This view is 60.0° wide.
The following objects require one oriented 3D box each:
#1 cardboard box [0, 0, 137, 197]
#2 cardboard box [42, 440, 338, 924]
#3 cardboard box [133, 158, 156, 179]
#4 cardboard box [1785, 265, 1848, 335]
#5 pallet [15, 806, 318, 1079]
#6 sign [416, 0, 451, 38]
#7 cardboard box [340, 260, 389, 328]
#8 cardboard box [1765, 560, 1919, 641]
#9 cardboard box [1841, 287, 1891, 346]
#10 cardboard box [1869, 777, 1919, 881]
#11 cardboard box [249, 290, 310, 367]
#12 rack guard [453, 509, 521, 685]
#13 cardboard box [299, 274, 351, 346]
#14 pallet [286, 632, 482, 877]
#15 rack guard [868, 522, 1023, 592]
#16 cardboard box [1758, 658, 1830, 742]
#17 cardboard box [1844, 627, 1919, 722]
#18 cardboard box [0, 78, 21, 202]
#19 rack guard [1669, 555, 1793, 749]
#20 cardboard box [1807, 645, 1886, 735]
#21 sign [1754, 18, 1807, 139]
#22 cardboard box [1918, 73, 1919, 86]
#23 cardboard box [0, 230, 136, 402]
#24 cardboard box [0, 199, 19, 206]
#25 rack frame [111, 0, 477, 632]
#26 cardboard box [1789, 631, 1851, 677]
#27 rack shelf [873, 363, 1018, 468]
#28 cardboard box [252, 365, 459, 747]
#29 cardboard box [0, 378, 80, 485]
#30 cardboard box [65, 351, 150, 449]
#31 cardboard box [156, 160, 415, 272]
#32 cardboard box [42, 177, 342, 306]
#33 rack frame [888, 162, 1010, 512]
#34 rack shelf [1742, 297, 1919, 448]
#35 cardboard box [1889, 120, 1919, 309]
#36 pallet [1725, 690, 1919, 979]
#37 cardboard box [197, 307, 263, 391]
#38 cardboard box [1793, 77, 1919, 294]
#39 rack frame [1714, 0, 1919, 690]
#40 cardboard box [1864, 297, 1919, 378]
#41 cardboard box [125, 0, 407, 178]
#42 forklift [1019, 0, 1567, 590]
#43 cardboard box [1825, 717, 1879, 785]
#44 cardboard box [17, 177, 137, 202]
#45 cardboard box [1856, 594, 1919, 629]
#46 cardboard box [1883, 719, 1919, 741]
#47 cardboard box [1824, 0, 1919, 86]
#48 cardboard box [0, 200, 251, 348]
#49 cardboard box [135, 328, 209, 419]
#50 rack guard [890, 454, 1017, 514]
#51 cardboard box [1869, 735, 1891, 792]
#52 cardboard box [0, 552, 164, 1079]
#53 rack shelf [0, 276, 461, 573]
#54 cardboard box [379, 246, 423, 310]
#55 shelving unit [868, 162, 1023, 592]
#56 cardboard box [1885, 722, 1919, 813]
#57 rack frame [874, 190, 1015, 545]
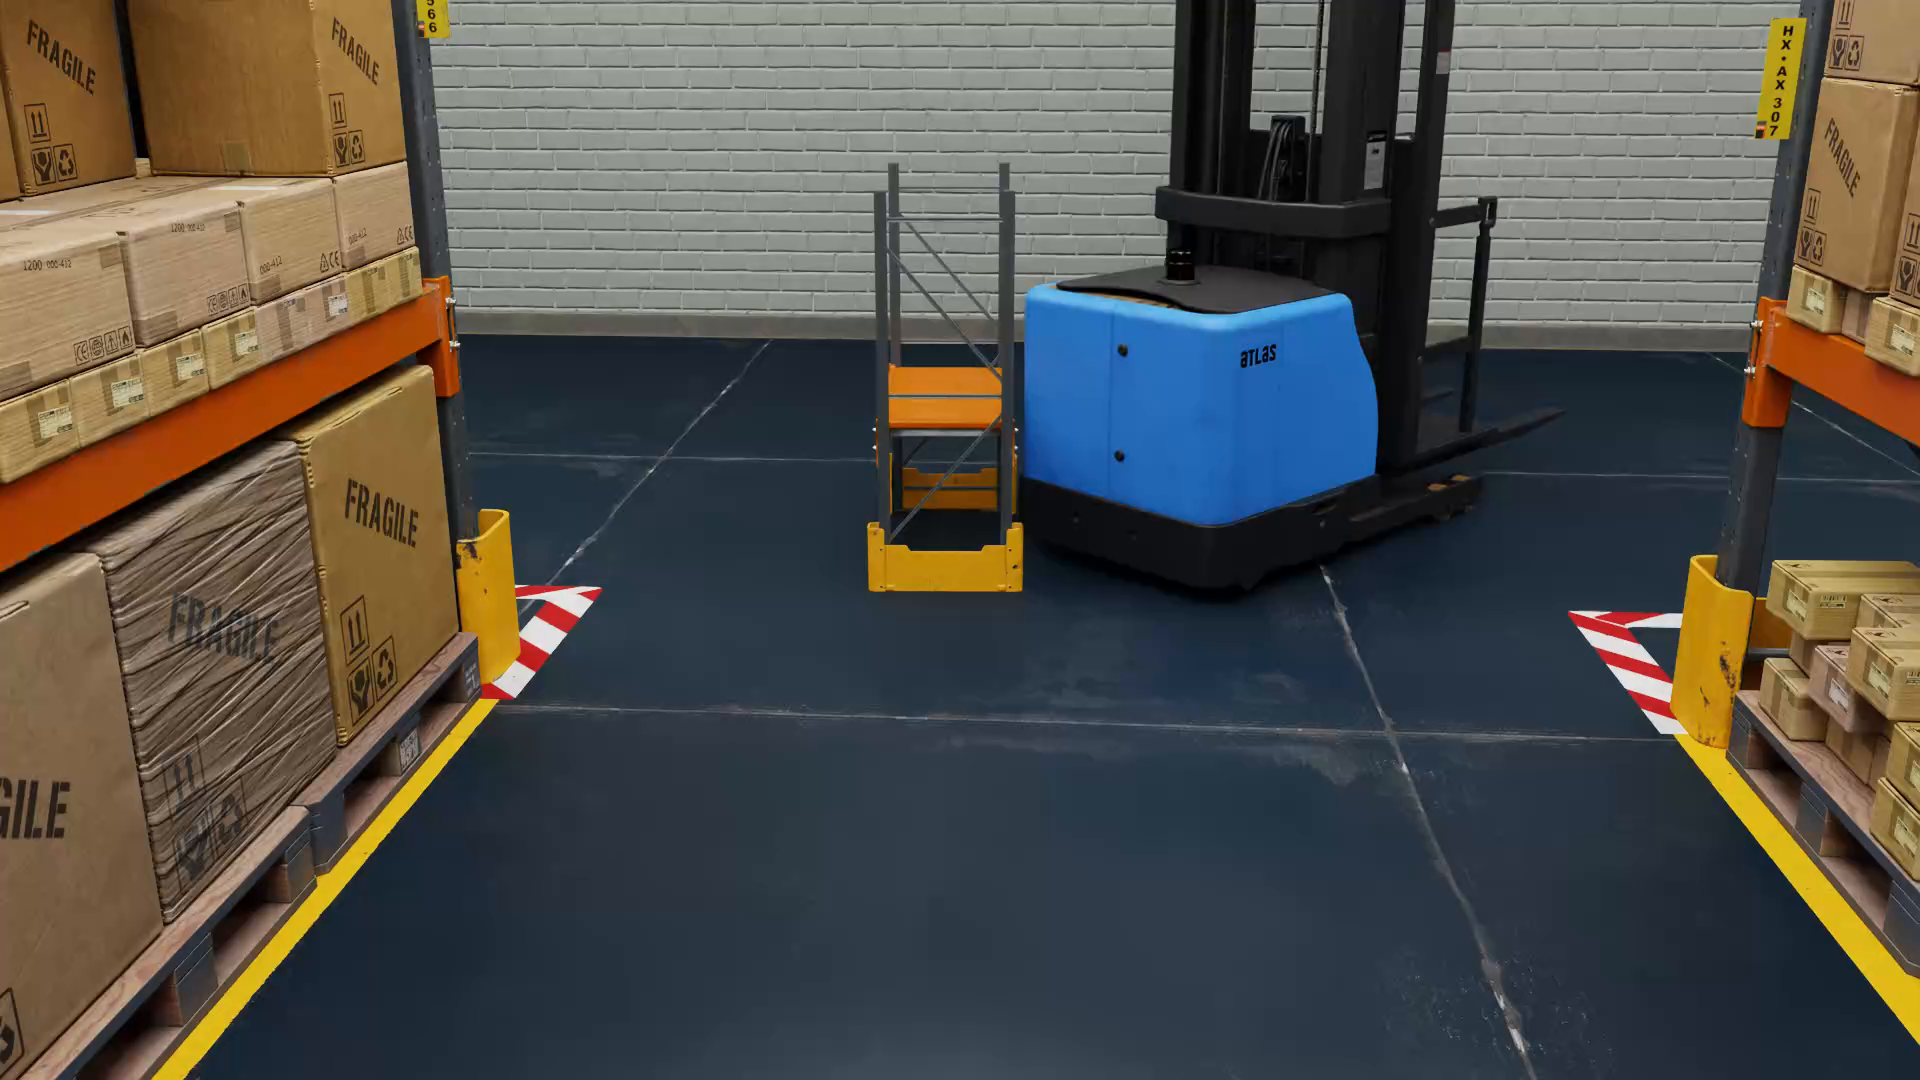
[{"bbox_3d":[-2.446,-1.132,4.121,0.500,0.500,0.500,1,18,3],"label":"cardboard box"},{"bbox_3d":[-2.138,0.289,3.962,0.875,0.875,0.875,1,18,4],"label":"cardboard box"},{"bbox_3d":[-2.410,-0.931,4.711,0.500,0.250,0.500,1,18,2],"label":"cardboard box"},{"bbox_3d":[2.483,-0.650,4.492,0.380,0.149,0.250,1,18,3],"label":"cardboard box"},{"bbox_3d":[-2.176,0.949,3.689,1.003,0.211,1.213,1,18,4],"label":"pallet"},{"bbox_3d":[-1.566,-1.651,4.904,0.100,0.325,0.005,1,18,4],"label":"sign"},{"bbox_3d":[-1.821,-0.686,4.604,0.380,0.149,0.250,1,18,4],"label":"cardboard box"},{"bbox_3d":[2.457,0.165,4.550,0.380,0.149,0.250,0,18,1],"label":"cardboard box"},{"bbox_3d":[2.506,-0.570,4.248,0.380,0.149,0.250,2,18,6],"label":"cardboard box"},{"bbox_3d":[2.401,0.686,3.917,0.380,0.149,0.250,2,18,5],"label":"cardboard box"},{"bbox_3d":[-1.859,-0.530,4.128,0.380,0.149,0.250,2,18,5],"label":"cardboard box"},{"bbox_3d":[-2.105,0.176,5.583,1.175,0.500,0.348,1,18,4],"label":"rack guard"},{"bbox_3d":[-1.840,-0.608,4.364,0.380,0.149,0.250,1,18,4],"label":"cardboard box"},{"bbox_3d":[-2.086,0.571,4.842,1.003,0.211,1.213,1,18,4],"label":"pallet"},{"bbox_3d":[-0.055,0.065,6.324,0.587,0.250,0.087,0,18,0],"label":"rack guard"},{"bbox_3d":[2.476,0.449,4.641,0.380,0.149,0.250,2,18,5],"label":"cardboard box"},{"bbox_3d":[2.411,0.329,4.050,0.380,0.149,0.250,1,18,4],"label":"cardboard box"},{"bbox_3d":[-2.477,-0.971,3.629,0.500,0.500,0.500,1,18,2],"label":"cardboard box"},{"bbox_3d":[2.828,0.349,5.054,1.175,0.500,0.348,1,18,4],"label":"rack guard"},{"bbox_3d":[2.464,0.392,4.335,0.380,0.149,0.250,1,18,4],"label":"cardboard box"},{"bbox_3d":[2.292,-1.286,4.639,0.100,0.325,0.005,1,18,4],"label":"sign"},{"bbox_3d":[2.507,-1.236,3.633,0.500,0.500,0.500,2,18,6],"label":"cardboard box"},{"bbox_3d":[-1.983,-0.441,3.213,0.500,0.250,0.500,1,18,4],"label":"cardboard box"},{"bbox_3d":[-2.481,-0.614,3.742,0.500,0.250,0.500,1,18,2],"label":"cardboard box"},{"bbox_3d":[-2.107,-1.004,5.171,1.000,3.000,0.127,1,18,4],"label":"rack frame"},{"bbox_3d":[2.540,0.309,4.590,0.380,0.149,0.250,2,18,6],"label":"cardboard box"},{"bbox_3d":[-0.050,-0.510,6.650,0.538,0.185,1.000,0,18,0],"label":"rack shelf"},{"bbox_3d":[-2.073,0.006,4.824,0.875,0.875,0.875,1,18,4],"label":"cardboard box"},{"bbox_3d":[-1.930,-0.211,3.154,0.380,0.149,0.250,1,18,2],"label":"cardboard box"},{"bbox_3d":[-1.914,-0.292,3.401,0.380,0.149,0.250,2,18,5],"label":"cardboard box"},{"bbox_3d":[-1.877,-0.918,4.671,0.500,0.250,0.500,1,18,3],"label":"cardboard box"},{"bbox_3d":[-1.914,-0.760,4.190,0.500,0.250,0.500,1,18,3],"label":"cardboard box"},{"bbox_3d":[-0.045,-0.840,7.077,0.500,1.500,0.032,0,18,0],"label":"rack frame"},{"bbox_3d":[2.690,0.101,2.954,1.077,0.370,4.000,1,18,4],"label":"rack shelf"},{"bbox_3d":[2.513,-0.751,3.760,0.500,0.500,0.500,1,18,4],"label":"cardboard box"},{"bbox_3d":[2.734,0.738,4.332,1.003,0.211,1.213,1,18,4],"label":"pallet"},{"bbox_3d":[-1.876,-0.450,3.882,0.380,0.149,0.250,1,18,3],"label":"cardboard box"},{"bbox_3d":[2.526,-0.918,4.269,0.500,0.500,0.500,2,18,7],"label":"cardboard box"},{"bbox_3d":[2.833,-0.862,4.737,1.000,3.000,0.127,1,18,4],"label":"rack frame"},{"bbox_3d":[2.434,-0.487,3.996,0.380,0.149,0.250,1,18,2],"label":"cardboard box"},{"bbox_3d":[-1.879,-1.274,4.551,0.500,0.500,0.500,2,18,5],"label":"cardboard box"},{"bbox_3d":[1.656,-1.575,7.021,3.031,2.935,1.130,-17,24,-41],"label":"forklift"},{"bbox_3d":[2.539,0.532,4.387,0.380,0.149,0.250,1,18,4],"label":"cardboard box"},{"bbox_3d":[-2.441,-0.770,4.218,0.500,0.250,0.500,1,18,3],"label":"cardboard box"},{"bbox_3d":[2.557,0.254,4.280,0.380,0.149,0.250,2,18,5],"label":"cardboard box"},{"bbox_3d":[2.534,0.470,4.097,0.380,0.149,0.250,2,18,5],"label":"cardboard box"},{"bbox_3d":[2.536,-1.393,4.112,0.500,0.500,0.500,1,18,4],"label":"cardboard box"},{"bbox_3d":[-1.950,-0.602,3.707,0.500,0.250,0.500,1,18,2],"label":"cardboard box"},{"bbox_3d":[-1.894,-0.369,3.636,0.380,0.149,0.250,1,18,4],"label":"cardboard box"},{"bbox_3d":[-0.045,-0.245,7.270,0.587,0.250,0.087,0,18,0],"label":"rack guard"},{"bbox_3d":[2.528,0.609,4.151,0.380,0.149,0.250,1,18,5],"label":"cardboard box"},{"bbox_3d":[-2.202,0.565,3.118,0.875,0.875,0.875,1,18,4],"label":"cardboard box"},{"bbox_3d":[-2.250,-0.041,3.387,1.077,0.370,4.000,1,18,4],"label":"rack shelf"},{"bbox_3d":[-1.804,-0.767,4.850,0.380,0.149,0.250,2,18,5],"label":"cardboard box"},{"bbox_3d":[-0.050,-0.684,6.602,0.587,1.500,1.083,0,18,0],"label":"shelving unit"},{"bbox_3d":[2.408,0.548,3.861,0.380,0.149,0.250,2,18,6],"label":"cardboard box"},{"bbox_3d":[-0.055,-0.523,6.111,0.500,1.500,0.032,0,18,0],"label":"rack frame"}]
